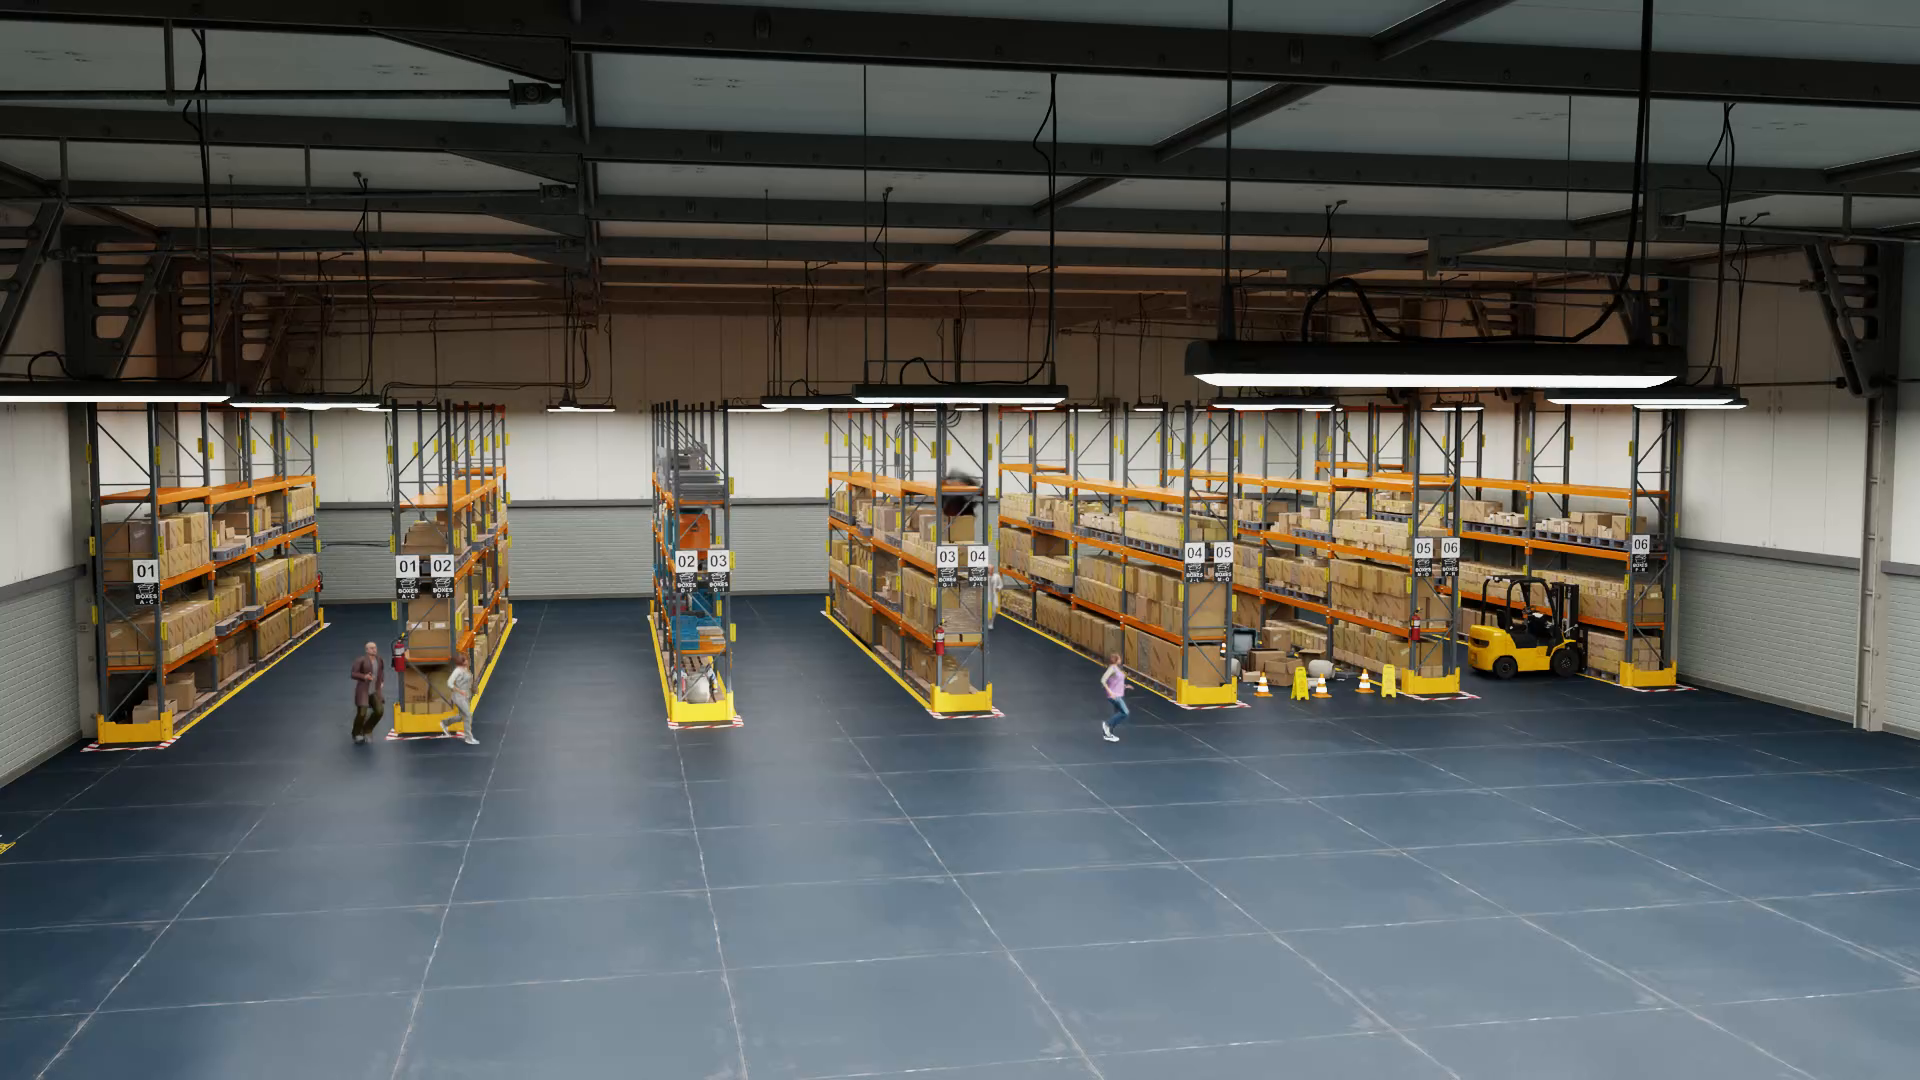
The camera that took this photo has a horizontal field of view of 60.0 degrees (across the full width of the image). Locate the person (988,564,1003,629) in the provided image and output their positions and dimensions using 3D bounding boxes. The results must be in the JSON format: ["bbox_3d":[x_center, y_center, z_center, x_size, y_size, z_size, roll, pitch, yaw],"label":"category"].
[{"bbox_3d":[0.821,1.518,44.155,0.704,1.734,0.653,-1,4,-14],"label":"person"}]

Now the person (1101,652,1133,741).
[{"bbox_3d":[2.764,2.747,29.119,0.541,1.560,0.532,1,5,19],"label":"person"}]

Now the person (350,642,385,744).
[{"bbox_3d":[-10.272,2.673,29.019,0.743,1.785,0.712,4,6,44],"label":"person"}]

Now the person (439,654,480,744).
[{"bbox_3d":[-8.737,2.770,28.907,0.754,1.591,0.542,0,4,4],"label":"person"}]
